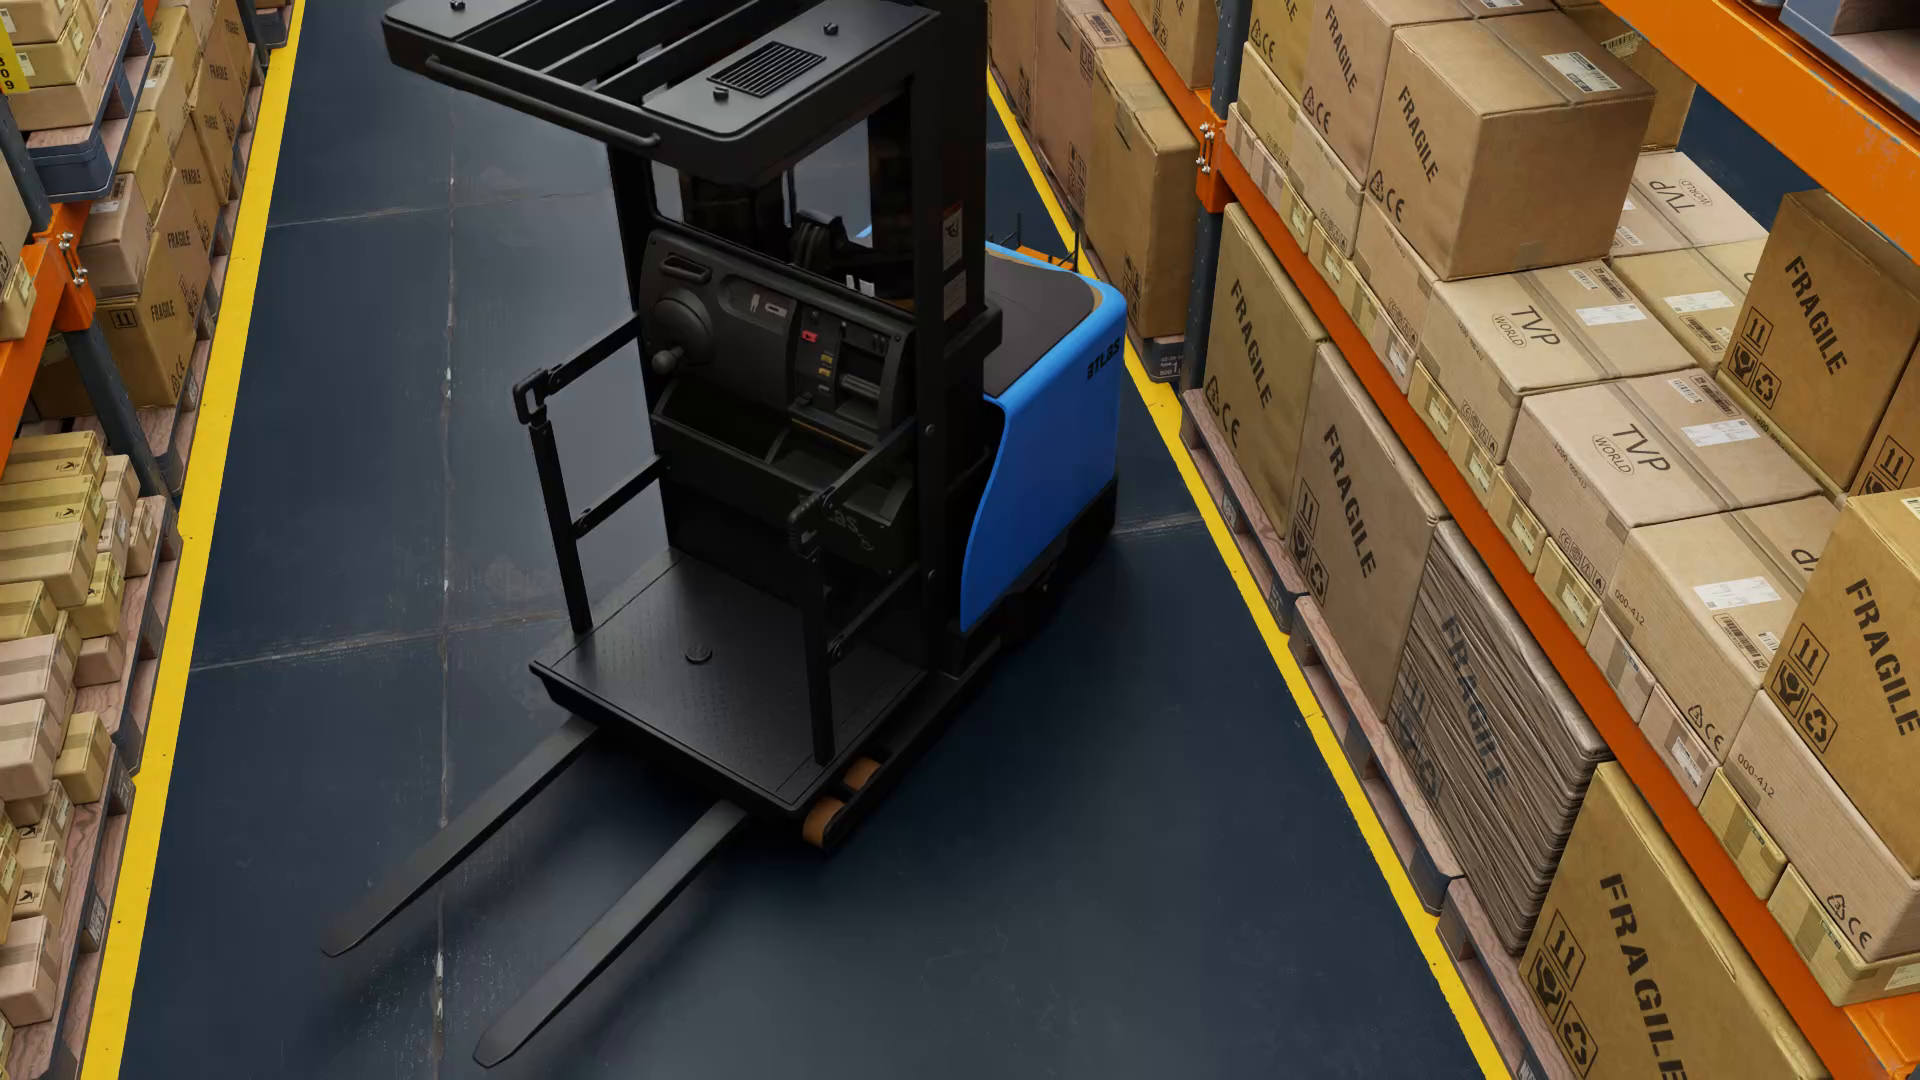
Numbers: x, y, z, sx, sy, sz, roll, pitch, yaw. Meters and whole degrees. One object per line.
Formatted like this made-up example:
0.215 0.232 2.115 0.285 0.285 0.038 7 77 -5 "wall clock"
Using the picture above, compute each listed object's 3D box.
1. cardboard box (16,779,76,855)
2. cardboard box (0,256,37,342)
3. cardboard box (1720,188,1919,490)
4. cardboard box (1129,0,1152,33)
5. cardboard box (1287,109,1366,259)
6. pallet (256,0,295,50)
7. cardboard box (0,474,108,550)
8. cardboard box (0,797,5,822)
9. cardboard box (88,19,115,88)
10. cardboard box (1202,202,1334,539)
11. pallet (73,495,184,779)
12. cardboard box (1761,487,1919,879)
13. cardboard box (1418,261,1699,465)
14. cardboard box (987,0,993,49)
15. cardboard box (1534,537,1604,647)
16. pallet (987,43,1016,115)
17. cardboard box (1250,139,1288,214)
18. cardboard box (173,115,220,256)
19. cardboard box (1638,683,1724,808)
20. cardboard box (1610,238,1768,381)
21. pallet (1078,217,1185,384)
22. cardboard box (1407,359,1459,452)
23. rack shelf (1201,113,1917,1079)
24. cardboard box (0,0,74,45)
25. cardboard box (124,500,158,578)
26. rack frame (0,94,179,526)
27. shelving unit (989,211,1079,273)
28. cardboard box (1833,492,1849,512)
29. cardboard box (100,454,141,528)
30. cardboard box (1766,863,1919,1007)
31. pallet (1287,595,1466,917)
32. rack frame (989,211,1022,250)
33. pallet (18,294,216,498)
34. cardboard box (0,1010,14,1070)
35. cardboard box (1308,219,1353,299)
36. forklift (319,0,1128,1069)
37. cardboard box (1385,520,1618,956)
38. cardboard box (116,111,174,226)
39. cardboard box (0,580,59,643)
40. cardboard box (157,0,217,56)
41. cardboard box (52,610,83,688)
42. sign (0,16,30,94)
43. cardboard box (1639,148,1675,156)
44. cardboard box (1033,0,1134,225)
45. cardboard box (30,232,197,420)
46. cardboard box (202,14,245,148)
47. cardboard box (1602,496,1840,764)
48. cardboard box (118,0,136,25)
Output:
-2.826 0.864 4.848 0.380 0.149 0.250 -8 42 -8 "cardboard box"
-3.005 -0.703 4.972 0.380 0.149 0.250 -9 42 -10 "cardboard box"
2.205 -0.497 3.874 0.500 0.500 0.500 -9 42 -10 "cardboard box"
0.940 -2.368 6.583 0.500 0.500 0.500 -7 42 -8 "cardboard box"
1.355 -1.135 5.158 0.500 0.250 0.500 -9 42 -9 "cardboard box"
-4.418 -3.172 9.664 1.003 0.211 1.213 -8 42 -9 "pallet"
-3.033 -0.060 5.441 0.380 0.149 0.250 -8 42 -9 "cardboard box"
-2.827 0.792 4.482 0.380 0.149 0.250 -8 42 -9 "cardboard box"
-3.159 -1.663 5.737 0.380 0.149 0.250 -8 42 -9 "cardboard box"
1.472 -0.669 6.028 0.875 0.875 0.875 -8 42 -9 "cardboard box"
-3.278 0.373 5.671 1.003 0.211 1.213 -8 42 -9 "pallet"
1.909 0.234 3.051 0.500 0.500 0.500 -8 42 -9 "cardboard box"
1.571 -0.480 4.420 0.500 0.250 0.500 -8 42 -9 "cardboard box"
0.672 -3.250 8.936 1.225 0.875 0.875 -10 43 -11 "cardboard box"
1.650 0.096 4.072 0.380 0.149 0.250 -9 42 -10 "cardboard box"
0.640 -2.773 9.215 1.003 0.211 1.213 -8 42 -9 "pallet"
1.203 -1.242 5.579 0.380 0.149 0.250 -10 43 -11 "cardboard box"
-3.600 -1.520 7.269 0.500 0.500 0.500 -8 42 -9 "cardboard box"
1.761 0.426 3.700 0.380 0.149 0.250 -8 42 -9 "cardboard box"
2.089 -0.557 4.507 0.500 0.250 0.500 -9 42 -10 "cardboard box"
1.167 -1.192 7.434 1.003 0.211 1.213 -8 42 -9 "pallet"
1.484 -0.402 4.632 0.380 0.149 0.250 -9 42 -11 "cardboard box"
1.839 -0.180 4.735 1.077 0.370 4.000 -8 42 -9 "rack shelf"
-3.094 -1.707 5.338 0.380 0.149 0.250 -6 42 -7 "cardboard box"
-3.040 0.014 5.805 0.380 0.149 0.250 -8 42 -9 "cardboard box"
-3.458 -1.100 5.230 1.000 3.000 0.127 -8 42 -9 "rack frame"
0.264 -0.694 6.241 0.252 1.050 0.215 24 47 25 "shelving unit"
2.312 0.106 3.759 0.500 0.250 0.500 -9 42 -10 "cardboard box"
-3.079 -0.144 5.759 0.380 0.149 0.250 -8 42 -8 "cardboard box"
1.872 0.758 3.326 0.380 0.149 0.250 -8 42 -8 "cardboard box"
1.762 0.594 5.422 1.003 0.211 1.213 -8 42 -9 "pallet"
0.163 -0.739 6.292 0.008 1.050 0.200 24 47 25 "rack frame"
-3.627 -0.562 6.724 1.003 0.211 1.213 -8 42 -9 "pallet"
-2.688 1.365 4.284 0.380 0.149 0.250 -8 42 -9 "cardboard box"
1.319 -0.901 5.195 0.380 0.149 0.250 -9 42 -10 "cardboard box"
-0.664 -0.501 4.606 1.130 2.935 3.031 24 47 25 "forklift"
1.858 0.492 4.721 0.875 0.875 0.875 -8 42 -9 "cardboard box"
-3.477 -1.464 6.642 0.500 0.250 0.500 -7 42 -8 "cardboard box"
-2.992 0.279 5.059 0.380 0.149 0.250 -7 42 -8 "cardboard box"
-3.798 -2.464 7.768 0.500 0.250 0.500 -8 42 -9 "cardboard box"
-2.975 0.378 5.172 0.380 0.149 0.250 -8 42 -9 "cardboard box"
-2.929 -1.507 5.036 0.100 0.325 0.005 -8 42 -9 "sign"
1.873 -1.217 5.250 0.500 0.250 0.500 -7 42 -8 "cardboard box"
1.056 -2.099 7.639 1.225 0.875 0.875 -10 43 -11 "cardboard box"
-3.358 -0.839 6.503 0.500 0.500 0.500 -7 42 -8 "cardboard box"
-3.815 -2.189 8.023 0.500 0.500 0.500 -7 42 -8 "cardboard box"
1.798 0.187 3.668 0.500 0.250 0.500 -9 42 -10 "cardboard box"
-3.262 -1.989 6.104 0.380 0.149 0.250 -8 42 -9 "cardboard box"
